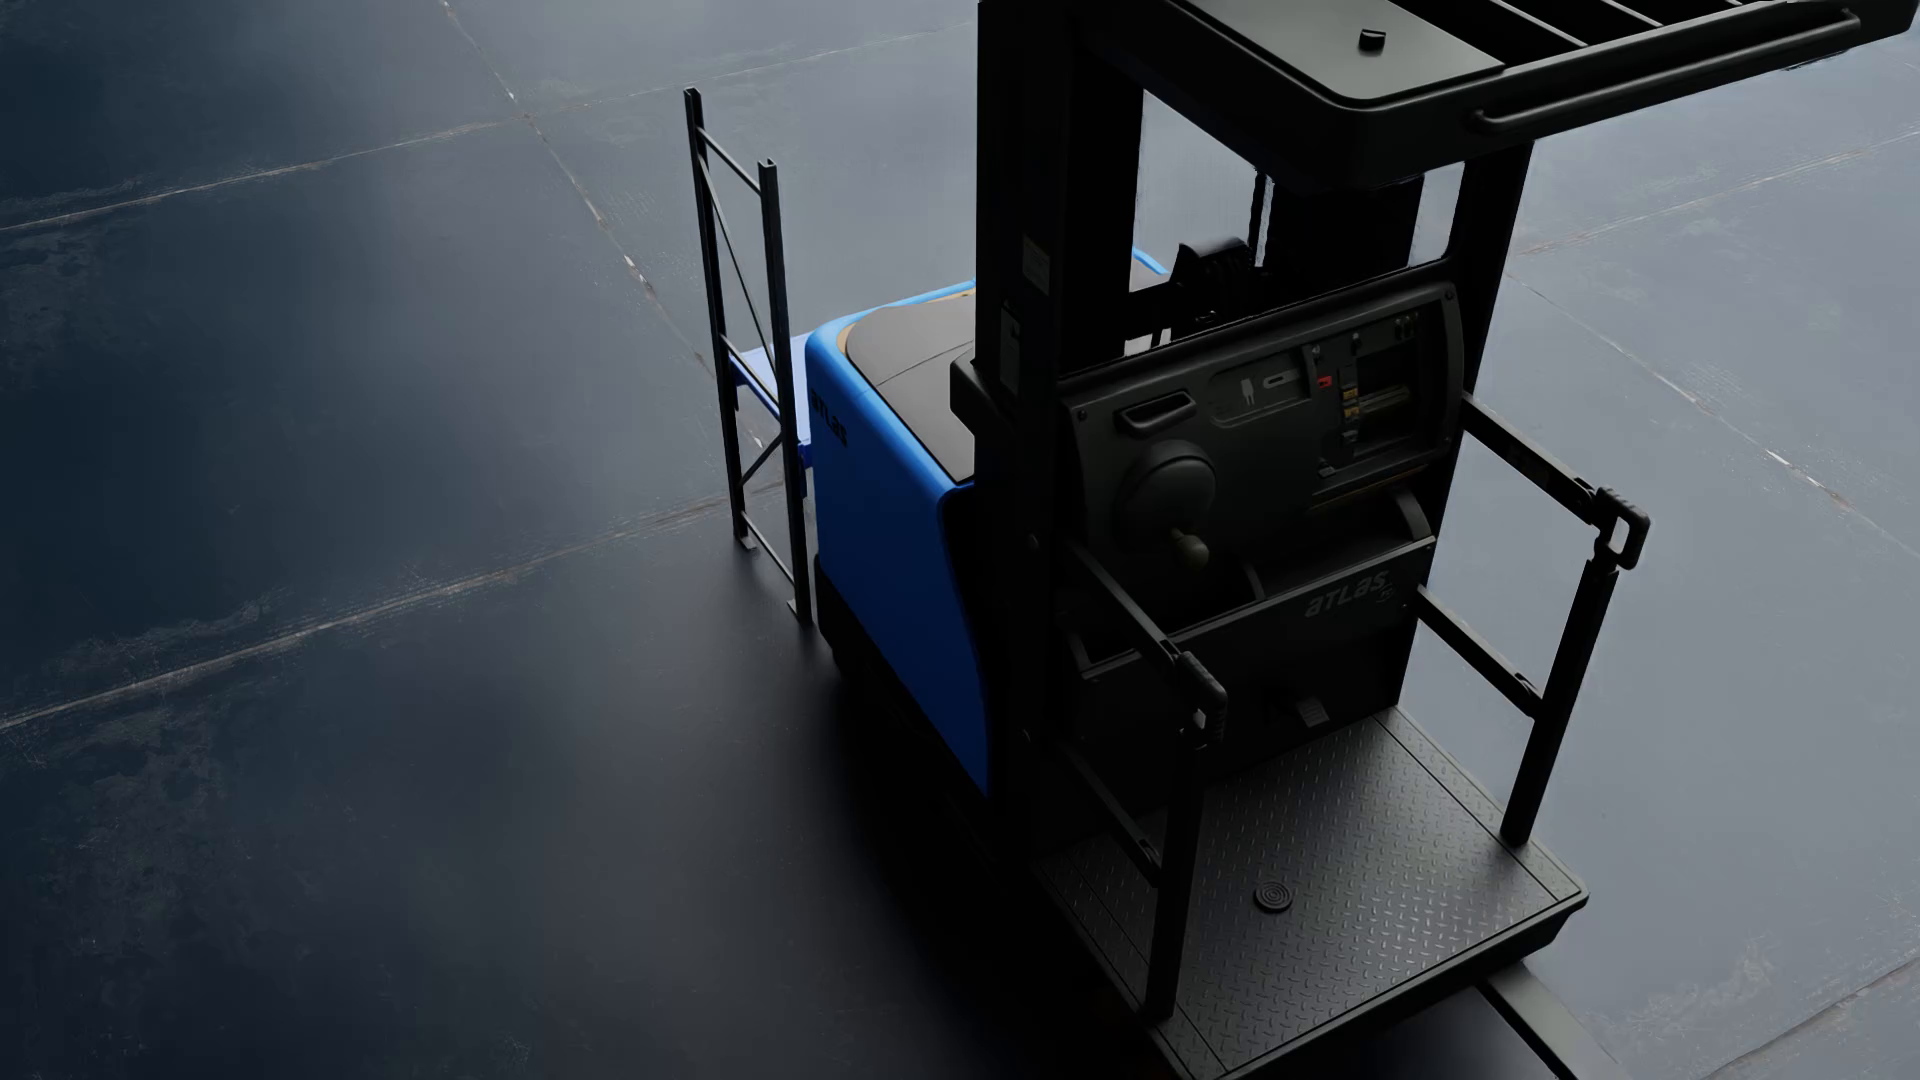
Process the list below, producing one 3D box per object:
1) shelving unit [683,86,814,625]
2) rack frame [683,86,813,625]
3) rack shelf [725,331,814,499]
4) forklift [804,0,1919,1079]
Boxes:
[{"bbox_3d":[-0.140,-0.629,4.832,1.048,1.500,0.538,-21,44,-23],"label":"shelving unit"},{"bbox_3d":[-0.579,-0.463,4.636,0.032,1.500,0.500,-21,44,-23],"label":"rack frame"},{"bbox_3d":[-0.140,-0.491,4.948,1.000,0.185,0.538,-21,44,-23],"label":"rack shelf"},{"bbox_3d":[0.729,-0.152,3.161,1.130,2.935,3.031,-19,44,-21],"label":"forklift"}]
